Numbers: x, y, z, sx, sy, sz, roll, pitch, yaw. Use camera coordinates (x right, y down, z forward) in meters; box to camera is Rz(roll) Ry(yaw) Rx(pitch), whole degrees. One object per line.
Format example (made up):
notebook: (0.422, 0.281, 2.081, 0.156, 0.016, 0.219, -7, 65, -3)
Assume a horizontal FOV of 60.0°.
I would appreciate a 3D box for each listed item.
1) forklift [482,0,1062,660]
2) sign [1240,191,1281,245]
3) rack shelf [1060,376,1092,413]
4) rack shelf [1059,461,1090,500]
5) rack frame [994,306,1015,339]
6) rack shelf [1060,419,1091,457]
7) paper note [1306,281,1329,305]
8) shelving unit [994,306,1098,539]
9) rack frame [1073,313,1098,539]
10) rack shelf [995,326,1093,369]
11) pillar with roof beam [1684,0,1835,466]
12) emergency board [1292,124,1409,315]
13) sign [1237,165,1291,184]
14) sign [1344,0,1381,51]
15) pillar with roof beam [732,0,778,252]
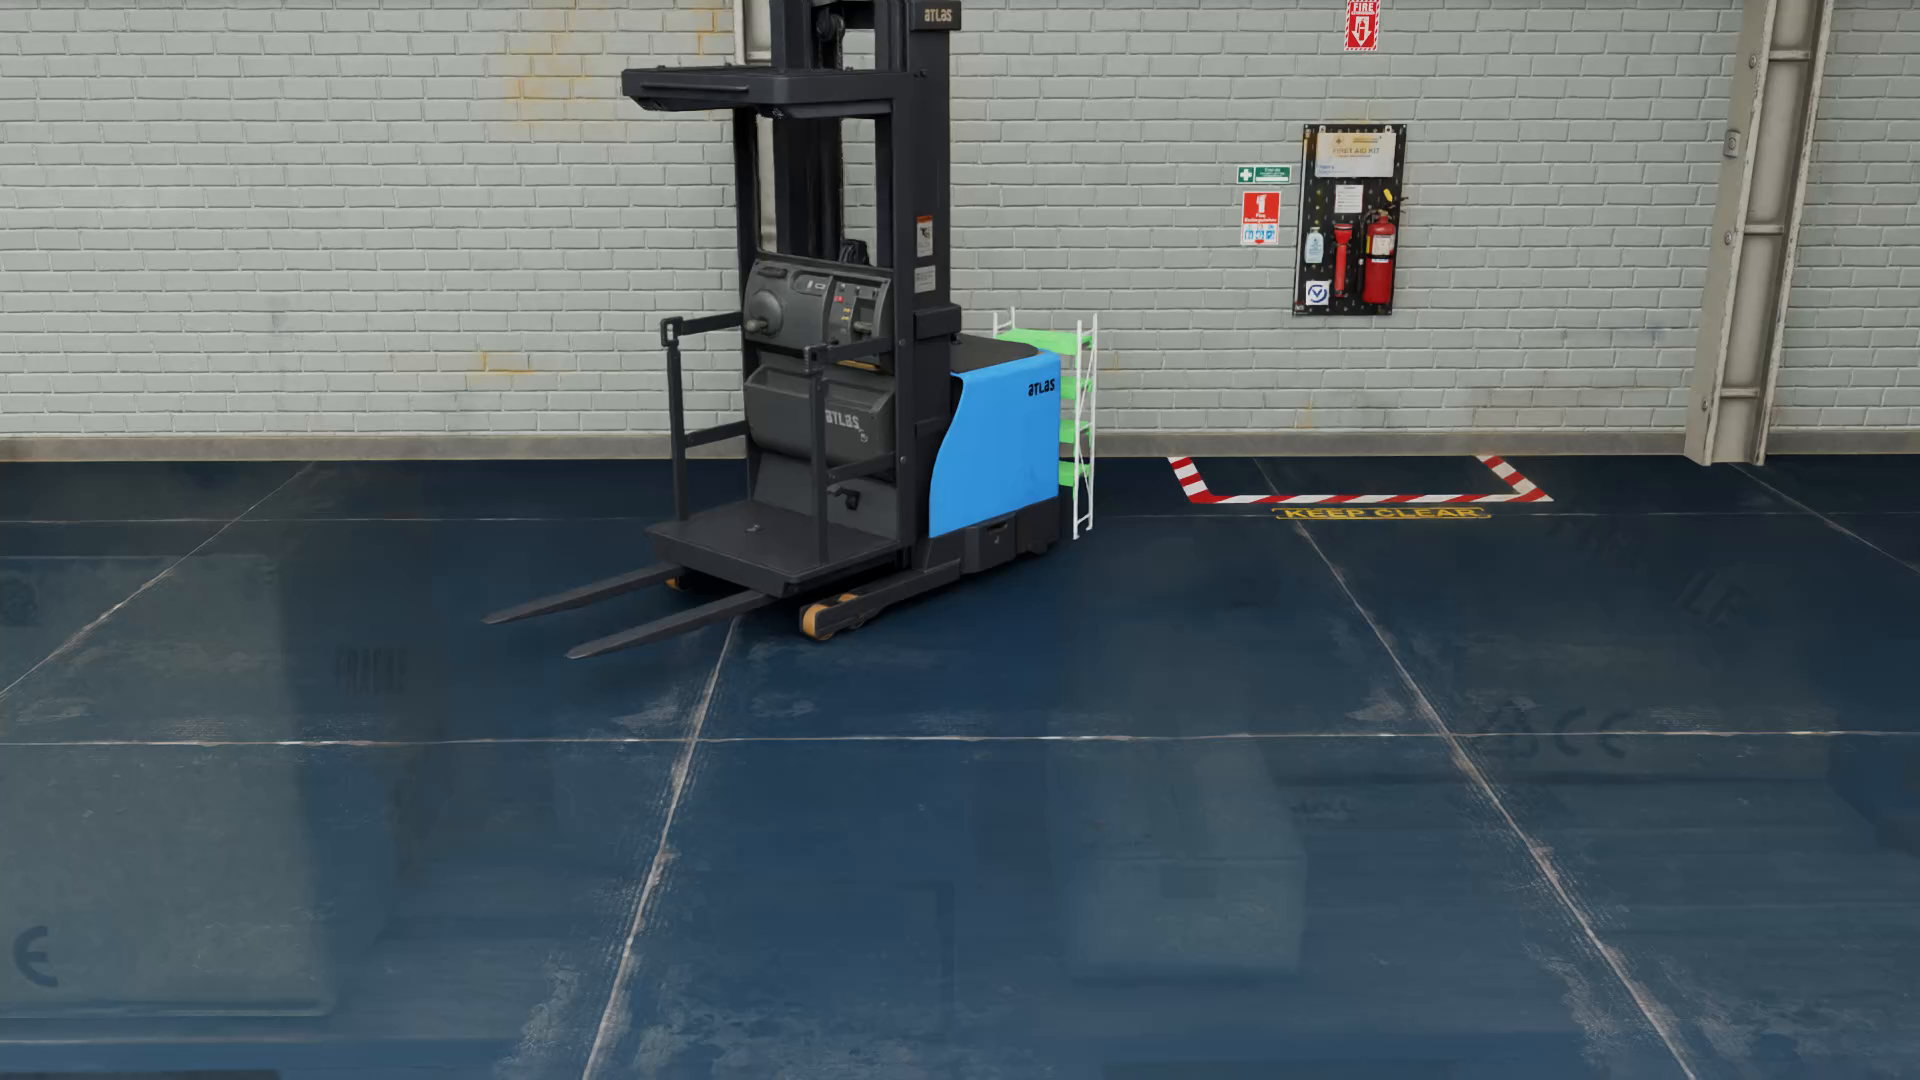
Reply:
forklift: (-0.821, -1.110, 7.709, 1.130, 2.935, 3.031, 15, 23, 39)
sign: (1.859, -1.990, 10.281, 0.234, 0.329, 0.001, 0, 18, -1)
rack shelf: (0.459, -0.810, 9.031, 0.480, 0.148, 0.258, 9, 20, 25)
rack shelf: (0.459, -0.353, 9.177, 0.480, 0.148, 0.258, 9, 20, 25)
rack frame: (0.240, -0.675, 9.188, 0.015, 1.200, 0.240, 9, 20, 25)
rack shelf: (0.459, -0.581, 9.104, 0.480, 0.148, 0.258, 9, 20, 25)
paper note: (2.235, -1.545, 10.395, 0.142, 0.148, 0.016, 0, 18, -1)
shelving unit: (0.459, -0.642, 9.084, 0.503, 1.200, 0.258, 9, 20, 25)
rack frame: (0.677, -0.609, 8.980, 0.015, 1.200, 0.240, 9, 20, 25)
rack shelf: (0.459, -1.038, 8.957, 0.480, 0.148, 0.258, 9, 20, 25)
pillar with roof beam: (4.953, -3.486, 5.183, 0.400, 9.000, 9.100, 0, 18, -1)
emergency board: (2.413, -1.944, 10.197, 0.643, 1.169, 0.194, 0, 18, -1)
sign: (1.863, -2.239, 10.192, 0.331, 0.109, 0.001, 0, 18, -1)
sign: (2.404, -3.078, 9.938, 0.199, 0.298, 0.001, 0, 18, -1)
pillar with roof beam: (-1.047, -3.457, 5.093, 0.400, 9.000, 9.100, 0, 18, -1)
